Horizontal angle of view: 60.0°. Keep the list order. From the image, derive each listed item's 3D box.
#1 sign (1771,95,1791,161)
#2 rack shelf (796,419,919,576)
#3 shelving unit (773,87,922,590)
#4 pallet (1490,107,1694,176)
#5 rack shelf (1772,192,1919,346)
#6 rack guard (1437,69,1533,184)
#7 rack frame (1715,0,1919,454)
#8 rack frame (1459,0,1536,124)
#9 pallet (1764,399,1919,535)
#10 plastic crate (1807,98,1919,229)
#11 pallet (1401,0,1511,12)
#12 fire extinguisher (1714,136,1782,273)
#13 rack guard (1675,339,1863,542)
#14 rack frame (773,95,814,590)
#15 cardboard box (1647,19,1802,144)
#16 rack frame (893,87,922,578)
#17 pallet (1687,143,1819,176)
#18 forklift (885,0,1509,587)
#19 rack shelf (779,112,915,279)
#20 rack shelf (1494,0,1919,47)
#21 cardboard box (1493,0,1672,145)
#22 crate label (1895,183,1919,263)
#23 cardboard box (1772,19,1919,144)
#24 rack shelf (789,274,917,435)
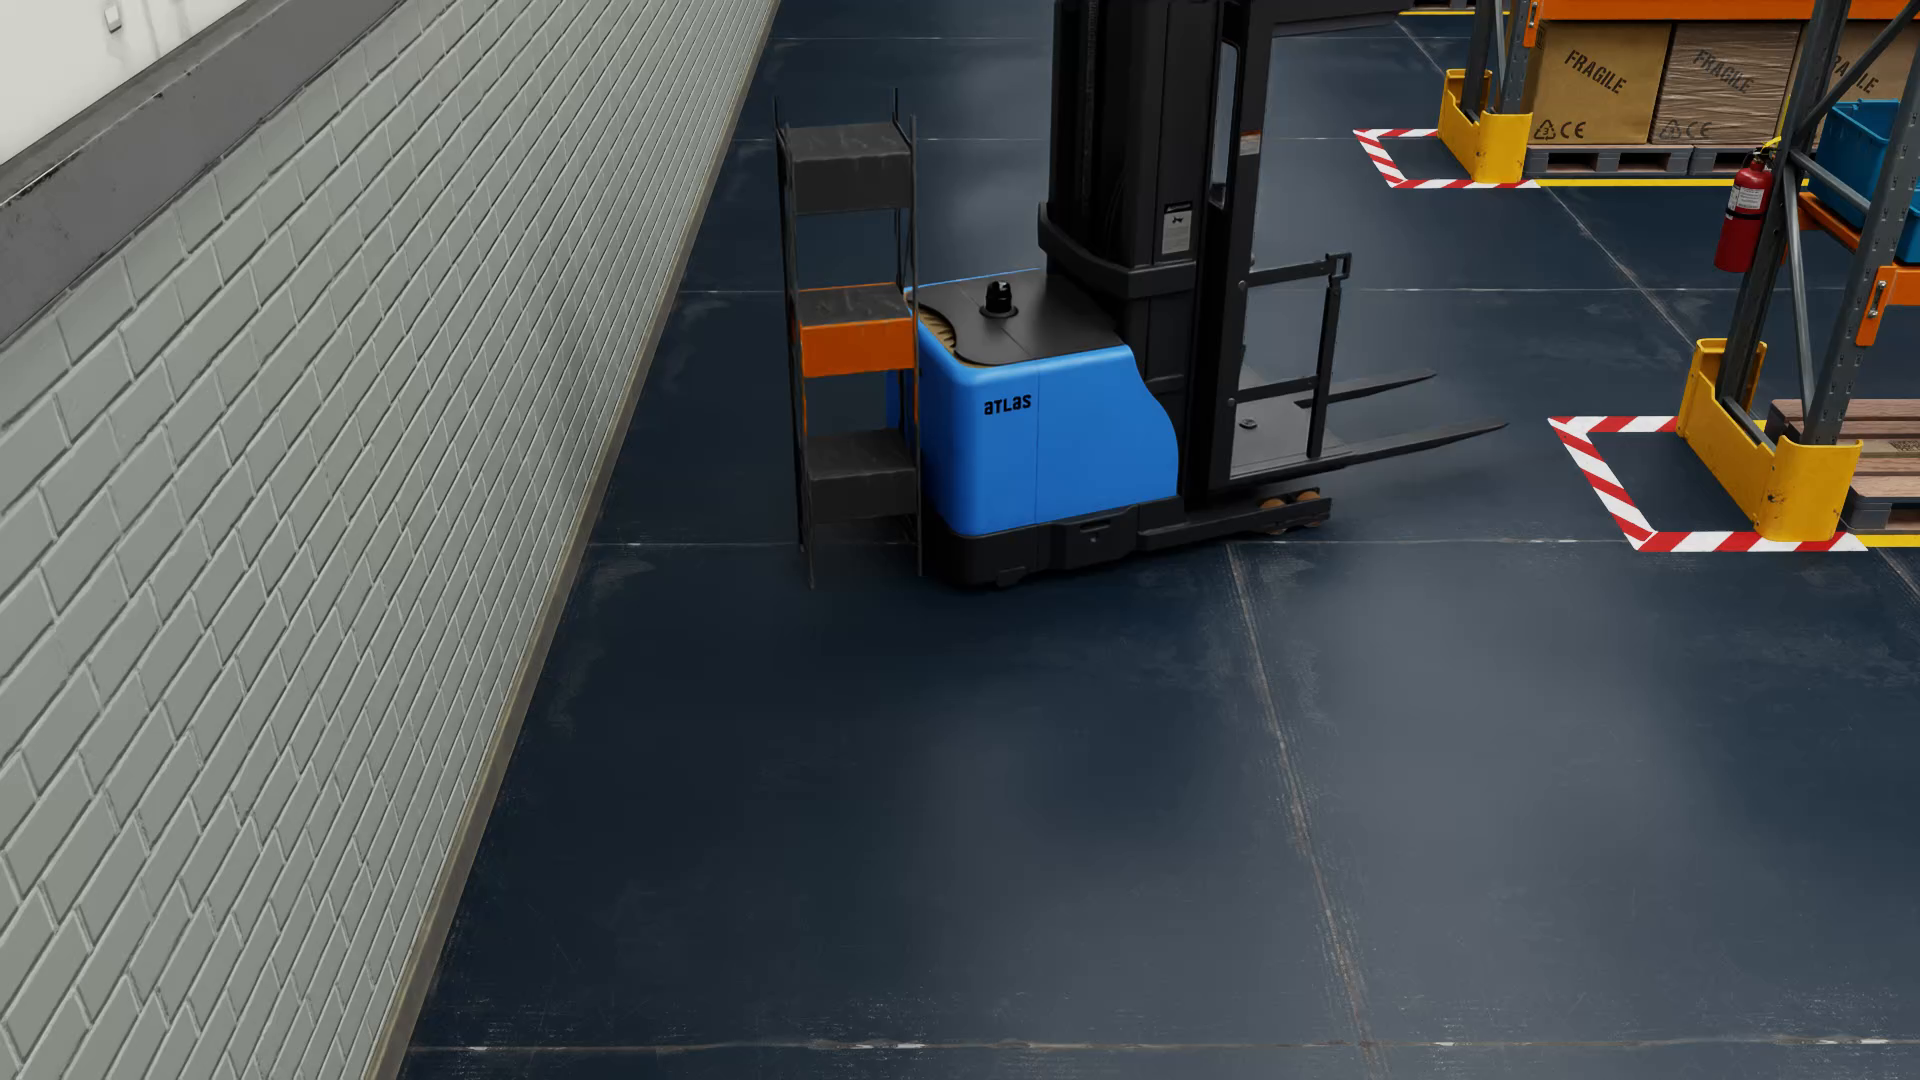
[{"bbox_3d":[3.916,-1.939,7.898,0.005,0.325,0.100,0,31,0],"label":"sign"},{"bbox_3d":[-0.459,-0.193,7.420,0.480,0.518,0.431,-6,32,-11],"label":"rack shelf"},{"bbox_3d":[-0.459,-0.803,7.050,0.503,2.100,0.431,-6,32,-11],"label":"shelving unit"},{"bbox_3d":[4.705,-3.004,12.498,1.213,0.211,1.003,0,31,0],"label":"pallet"},{"bbox_3d":[5.935,-1.283,7.667,4.000,0.370,1.077,0,31,0],"label":"rack shelf"},{"bbox_3d":[3.882,-3.085,12.352,0.348,0.500,1.175,0,31,0],"label":"rack guard"},{"bbox_3d":[3.935,-1.584,7.470,0.127,3.000,1.000,0,31,0],"label":"rack frame"},{"bbox_3d":[3.906,-4.154,11.704,0.127,3.000,1.000,0,31,0],"label":"rack frame"},{"bbox_3d":[4.760,-0.375,8.164,1.213,0.211,1.003,0,31,0],"label":"pallet"},{"bbox_3d":[4.269,-1.723,7.606,0.499,0.435,0.616,0,31,0],"label":"plastic crate"},{"bbox_3d":[4.865,-5.519,16.643,1.213,0.211,1.003,0,31,0],"label":"pallet"},{"bbox_3d":[3.782,-1.627,7.974,0.183,0.674,0.296,0,31,0],"label":"fire extinguisher"},{"bbox_3d":[3.911,-0.509,8.107,0.348,0.500,1.175,0,31,0],"label":"rack guard"},{"bbox_3d":[-0.697,-0.776,7.005,0.015,2.100,0.400,-6,32,-11],"label":"rack frame"},{"bbox_3d":[5.455,-3.471,12.223,0.875,0.875,0.875,0,31,0],"label":"cardboard box"},{"bbox_3d":[-0.221,-0.830,7.094,0.015,2.100,0.400,-6,32,-11],"label":"rack frame"},{"bbox_3d":[5.922,-3.007,12.502,1.213,0.211,1.003,0,31,0],"label":"pallet"},{"bbox_3d":[1.207,-1.519,7.428,3.031,2.935,1.130,-12,33,-18],"label":"forklift"},{"bbox_3d":[-0.459,-1.390,6.694,0.480,0.518,0.431,-6,32,-11],"label":"rack shelf"},{"bbox_3d":[5.905,-3.852,11.901,4.000,0.370,1.077,0,31,0],"label":"rack shelf"},{"bbox_3d":[4.545,-3.468,12.218,0.875,0.875,0.875,0,31,0],"label":"cardboard box"},{"bbox_3d":[4.184,-1.369,7.217,0.303,0.233,0.416,0,31,0],"label":"crate label"},{"bbox_3d":[6.345,-3.474,12.227,0.875,0.875,0.875,0,31,0],"label":"cardboard box"},{"bbox_3d":[-0.459,-0.792,7.057,0.480,0.518,0.431,-6,32,-11],"label":"rack shelf"}]
